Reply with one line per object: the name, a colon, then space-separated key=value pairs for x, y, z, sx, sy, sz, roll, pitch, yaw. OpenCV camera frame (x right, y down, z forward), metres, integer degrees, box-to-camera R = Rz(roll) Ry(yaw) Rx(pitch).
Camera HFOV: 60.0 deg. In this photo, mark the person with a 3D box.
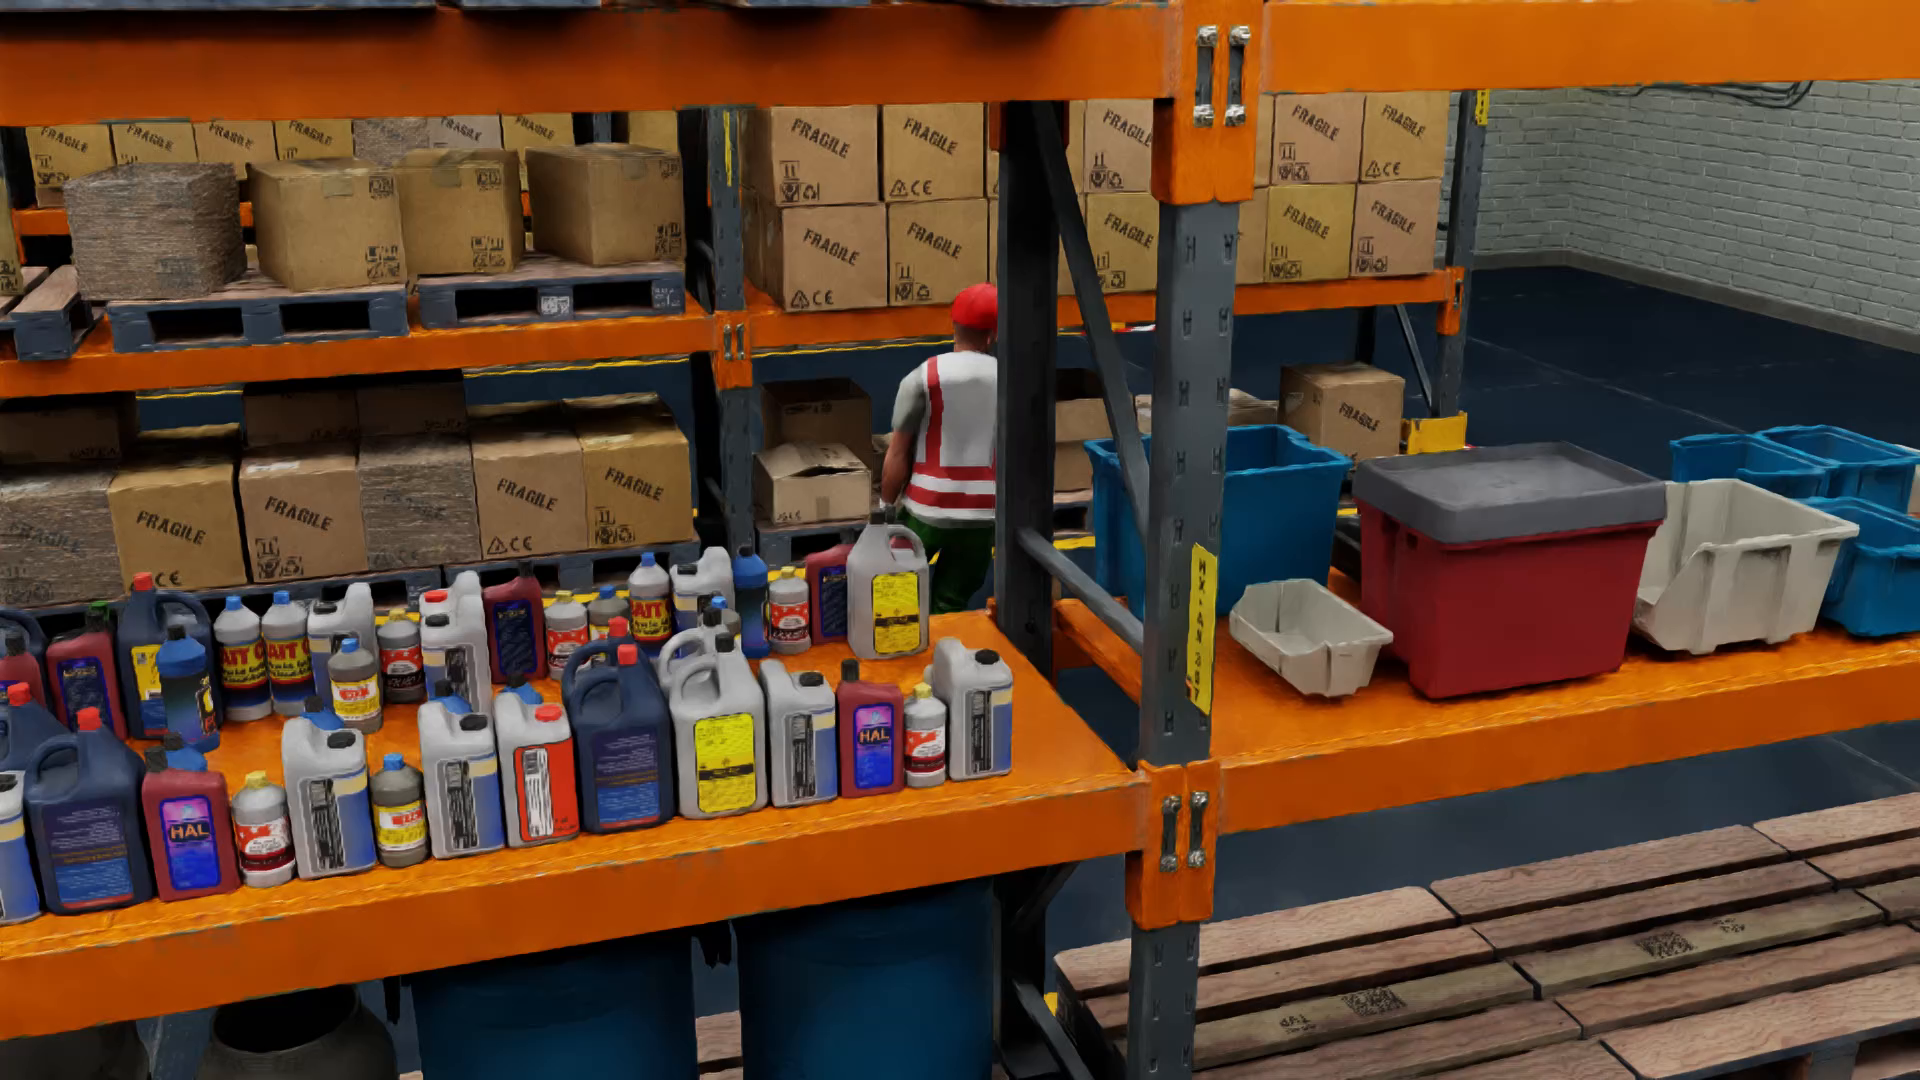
person: x=-0.074 y=-0.103 z=6.363 sx=0.700 sy=1.767 sz=0.472 roll=-5 pitch=20 yaw=-15
